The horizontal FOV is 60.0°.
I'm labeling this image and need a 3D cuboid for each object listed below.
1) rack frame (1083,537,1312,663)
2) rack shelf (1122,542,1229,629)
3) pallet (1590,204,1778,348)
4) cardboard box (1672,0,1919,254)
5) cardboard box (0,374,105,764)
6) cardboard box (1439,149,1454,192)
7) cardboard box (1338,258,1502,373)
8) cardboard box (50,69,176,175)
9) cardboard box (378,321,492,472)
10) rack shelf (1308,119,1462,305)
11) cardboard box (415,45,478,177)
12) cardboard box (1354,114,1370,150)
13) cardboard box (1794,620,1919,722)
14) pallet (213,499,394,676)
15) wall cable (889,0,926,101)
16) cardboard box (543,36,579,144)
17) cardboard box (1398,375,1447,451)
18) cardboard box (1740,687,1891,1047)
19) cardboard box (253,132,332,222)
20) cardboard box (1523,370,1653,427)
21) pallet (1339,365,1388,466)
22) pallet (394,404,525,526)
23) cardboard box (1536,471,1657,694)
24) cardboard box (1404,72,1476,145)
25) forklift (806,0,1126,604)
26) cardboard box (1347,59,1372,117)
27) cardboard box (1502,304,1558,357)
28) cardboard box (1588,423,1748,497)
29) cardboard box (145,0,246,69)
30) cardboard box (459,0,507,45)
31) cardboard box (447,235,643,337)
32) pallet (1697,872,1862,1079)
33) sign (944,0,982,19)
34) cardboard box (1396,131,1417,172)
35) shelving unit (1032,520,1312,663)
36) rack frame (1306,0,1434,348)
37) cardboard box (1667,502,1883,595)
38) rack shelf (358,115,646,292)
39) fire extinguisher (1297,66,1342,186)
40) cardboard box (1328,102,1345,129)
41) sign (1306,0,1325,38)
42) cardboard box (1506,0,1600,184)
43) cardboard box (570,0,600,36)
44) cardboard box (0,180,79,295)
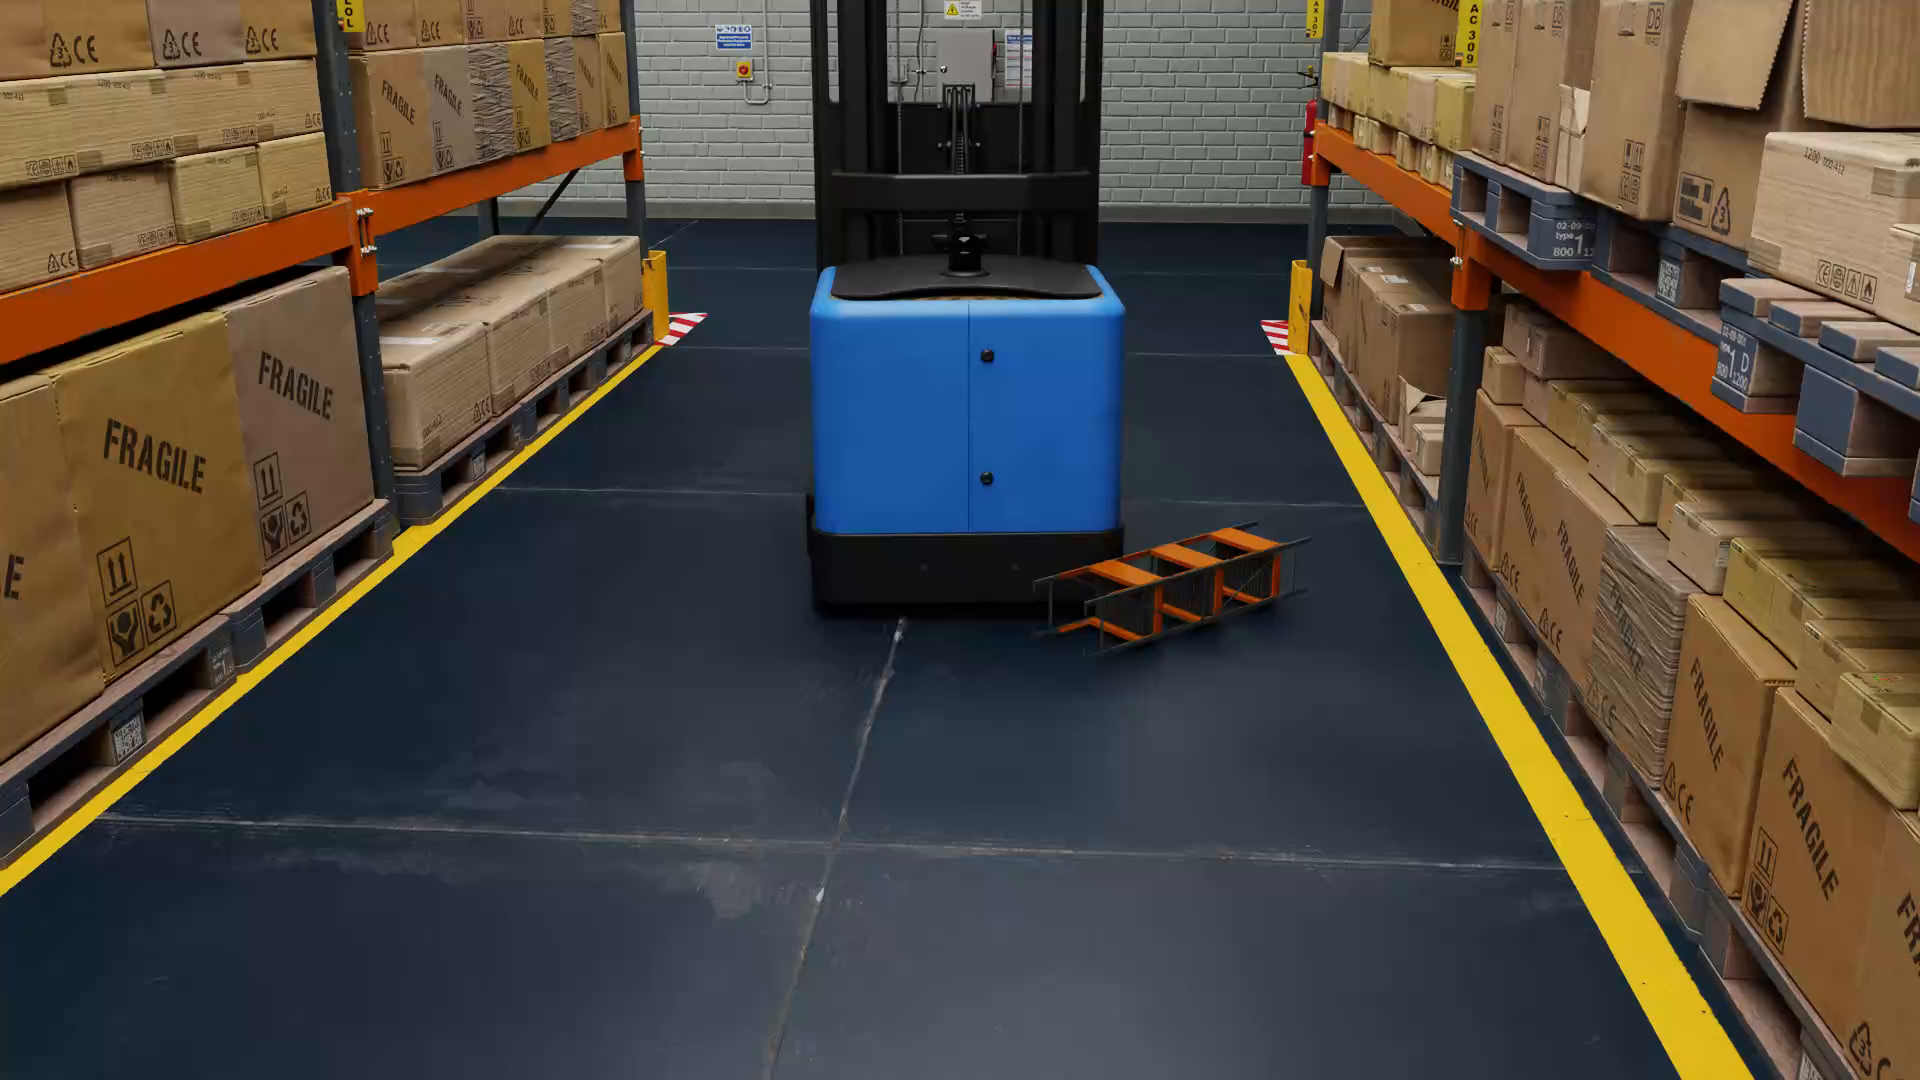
[{"bbox_3d":[0.799,0.185,5.464,1.050,0.200,0.008,-14,23,-36],"label":"rack frame"},{"bbox_3d":[0.715,0.157,5.549,0.259,0.215,0.240,-14,23,-36],"label":"rack shelf"},{"bbox_3d":[2.111,-0.605,3.759,1.003,0.211,1.213,1,18,4],"label":"pallet"},{"bbox_3d":[1.909,-0.851,3.364,0.797,0.503,0.637,1,18,3],"label":"cardboard box"},{"bbox_3d":[-2.774,0.119,3.980,0.875,0.875,0.875,2,18,5],"label":"cardboard box"},{"bbox_3d":[2.031,-1.401,6.284,0.380,0.149,0.250,2,18,5],"label":"cardboard box"},{"bbox_3d":[2.312,-1.136,8.411,0.700,0.500,0.500,2,18,6],"label":"cardboard box"},{"bbox_3d":[-2.537,-1.151,4.557,0.500,0.250,0.500,2,18,5],"label":"cardboard box"},{"bbox_3d":[-2.536,-0.618,6.933,0.875,0.438,0.875,1,18,3],"label":"cardboard box"},{"bbox_3d":[2.407,-1.613,7.685,1.077,0.370,4.000,1,18,4],"label":"rack shelf"},{"bbox_3d":[-2.353,-1.787,6.900,0.500,0.500,0.500,1,18,4],"label":"cardboard box"},{"bbox_3d":[2.111,-1.962,7.997,0.380,0.149,0.250,1,18,2],"label":"cardboard box"},{"bbox_3d":[1.811,0.263,3.101,0.380,0.149,0.250,1,18,2],"label":"cardboard box"},{"bbox_3d":[-2.668,0.123,5.709,1.003,0.211,1.213,1,18,4],"label":"pallet"},{"bbox_3d":[-0.605,-4.892,14.905,0.588,1.984,0.122,1,18,4],"label":"wall cable"},{"bbox_3d":[-2.250,-2.262,8.349,0.500,0.500,0.500,2,18,6],"label":"cardboard box"},{"bbox_3d":[2.036,-0.525,6.924,0.396,0.266,0.258,2,18,6],"label":"cardboard box"},{"bbox_3d":[1.839,0.605,3.099,0.500,0.500,0.500,1,18,3],"label":"cardboard box"},{"bbox_3d":[-2.469,-1.227,5.593,0.500,0.250,0.500,1,18,3],"label":"cardboard box"},{"bbox_3d":[2.030,-0.461,5.310,0.380,0.149,0.250,1,18,2],"label":"cardboard box"},{"bbox_3d":[2.398,-0.602,7.922,1.003,0.211,1.213,1,18,4],"label":"pallet"},{"bbox_3d":[-2.555,-0.353,7.161,1.003,0.211,1.213,1,18,4],"label":"pallet"},{"bbox_3d":[1.936,0.120,4.579,0.500,0.500,0.500,1,18,2],"label":"cardboard box"},{"bbox_3d":[2.078,-1.724,6.629,0.500,0.250,0.500,1,18,4],"label":"cardboard box"},{"bbox_3d":[-0.021,-1.588,6.561,1.130,2.935,3.031,-1,18,-2],"label":"forklift"},{"bbox_3d":[2.180,-2.197,8.075,0.500,0.250,0.500,1,18,3],"label":"cardboard box"},{"bbox_3d":[2.033,-0.688,5.527,0.380,0.149,0.250,1,18,3],"label":"cardboard box"},{"bbox_3d":[1.961,-0.219,4.571,0.380,0.149,0.250,1,18,4],"label":"cardboard box"},{"bbox_3d":[-2.499,-1.661,4.909,0.500,0.500,0.500,2,18,5],"label":"cardboard box"},{"bbox_3d":[-2.322,-2.424,7.238,0.500,0.500,0.500,2,18,5],"label":"cardboard box"},{"bbox_3d":[-2.349,-1.461,9.504,0.875,0.438,0.875,1,18,2],"label":"cardboard box"},{"bbox_3d":[2.068,1.002,3.025,1.003,0.211,1.213,1,18,4],"label":"pallet"},{"bbox_3d":[0.024,-4.804,14.939,0.339,0.242,0.001,1,18,4],"label":"sign"},{"bbox_3d":[2.062,-1.643,7.023,0.380,0.149,0.250,1,18,3],"label":"cardboard box"},{"bbox_3d":[0.723,0.155,5.555,1.050,0.215,0.252,-14,23,-36],"label":"shelving unit"},{"bbox_3d":[2.550,-2.576,9.468,1.000,3.000,0.127,1,18,4],"label":"rack frame"},{"bbox_3d":[1.882,0.018,3.849,0.380,0.149,0.250,0,18,1],"label":"cardboard box"},{"bbox_3d":[-2.544,-1.723,8.019,1.077,0.370,4.000,1,18,4],"label":"rack shelf"},{"bbox_3d":[2.100,-2.418,9.709,0.296,0.674,0.183,1,18,4],"label":"fire extinguisher"},{"bbox_3d":[2.253,-2.361,9.215,0.380,0.149,0.250,1,18,3],"label":"cardboard box"},{"bbox_3d":[2.009,-3.000,9.370,0.100,0.325,0.005,1,18,4],"label":"sign"},{"bbox_3d":[1.968,-1.275,4.662,0.700,0.500,0.500,1,18,5],"label":"cardboard box"},{"bbox_3d":[-2.206,-2.891,8.661,0.500,0.500,0.500,1,18,4],"label":"cardboard box"},{"bbox_3d":[-2.594,-0.752,4.143,0.500,0.250,0.500,1,18,4],"label":"cardboard box"}]
